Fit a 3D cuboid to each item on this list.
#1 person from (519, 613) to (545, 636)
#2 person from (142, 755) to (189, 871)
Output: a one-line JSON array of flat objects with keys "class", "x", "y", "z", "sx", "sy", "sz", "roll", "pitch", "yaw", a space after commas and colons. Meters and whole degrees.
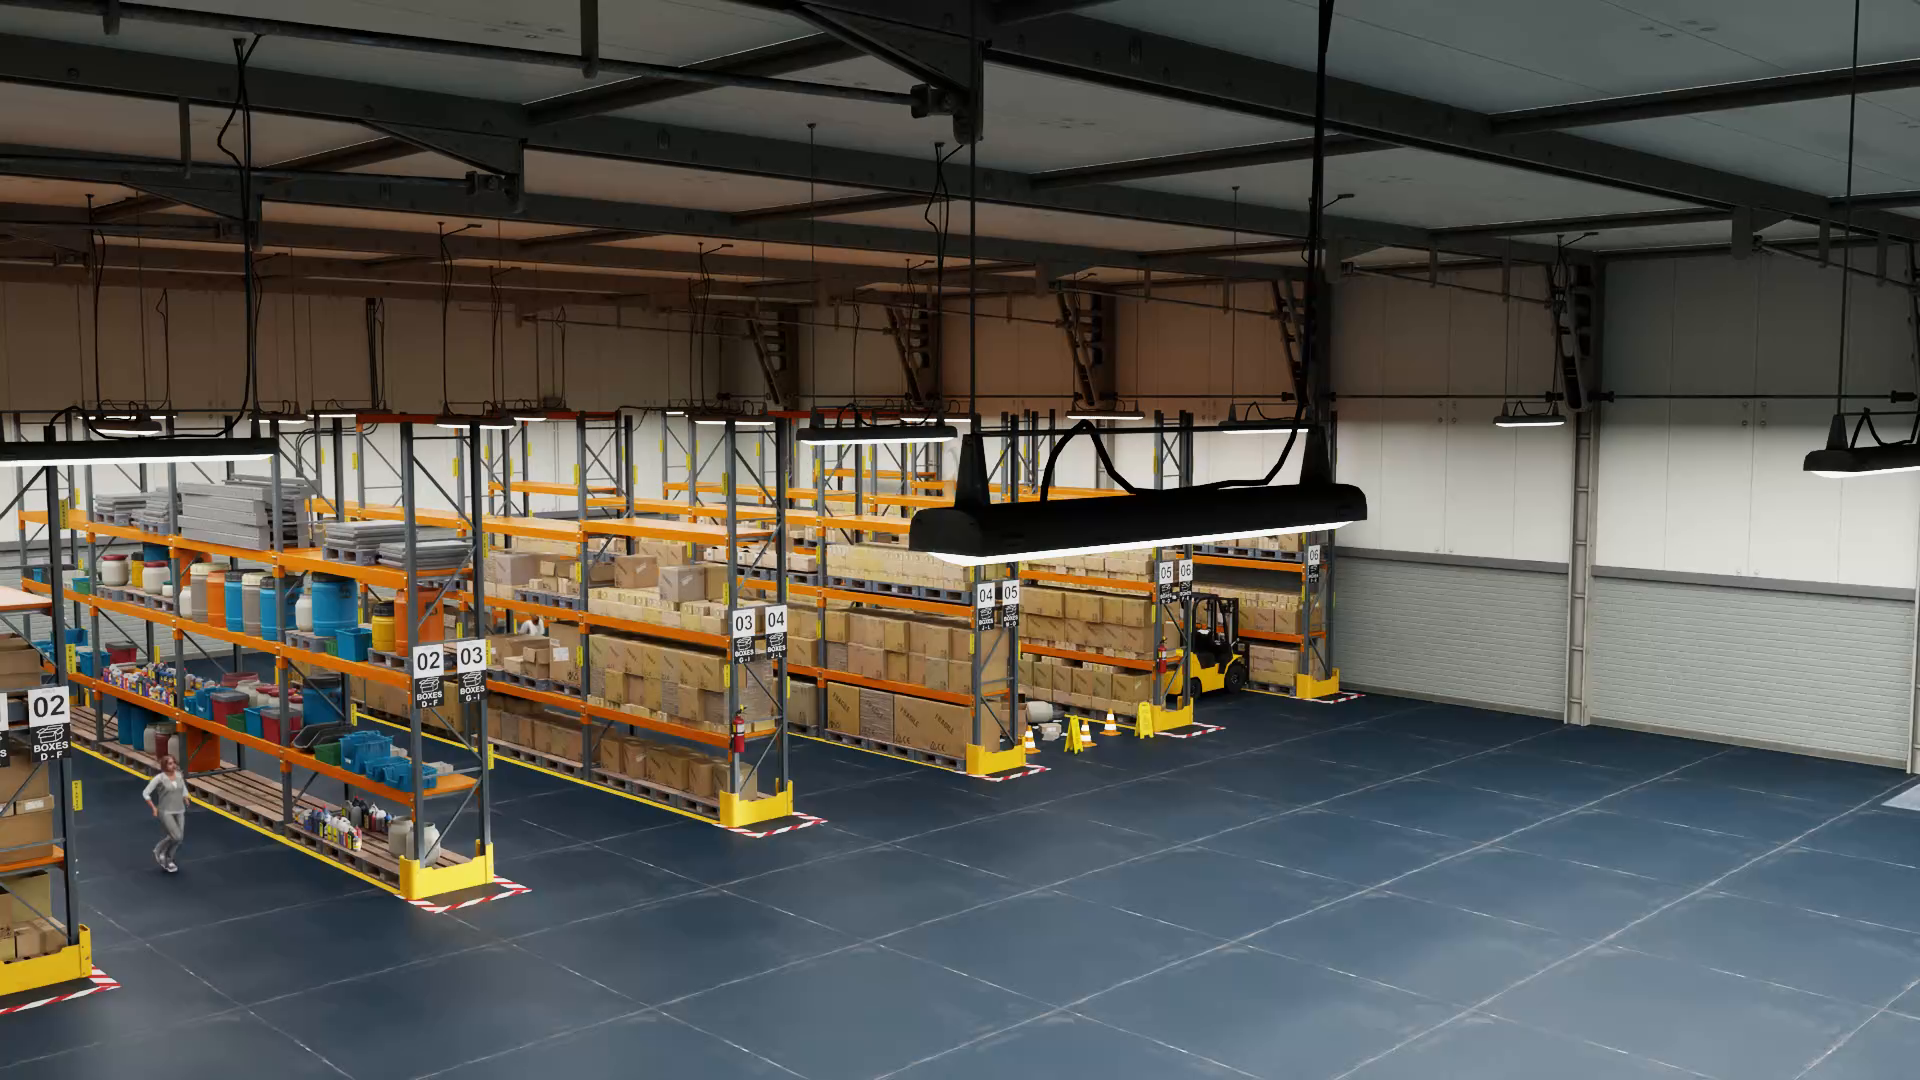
[{"class": "person", "x": -9.202, "y": 2.343, "z": 35.801, "sx": 1.006, "sy": 1.771, "sz": 0.707, "roll": 4, "pitch": 6, "yaw": 38}, {"class": "person", "x": -10.442, "y": 3.636, "z": 22.052, "sx": 0.530, "sy": 1.560, "sz": 0.532, "roll": 3, "pitch": 6, "yaw": 29}]
